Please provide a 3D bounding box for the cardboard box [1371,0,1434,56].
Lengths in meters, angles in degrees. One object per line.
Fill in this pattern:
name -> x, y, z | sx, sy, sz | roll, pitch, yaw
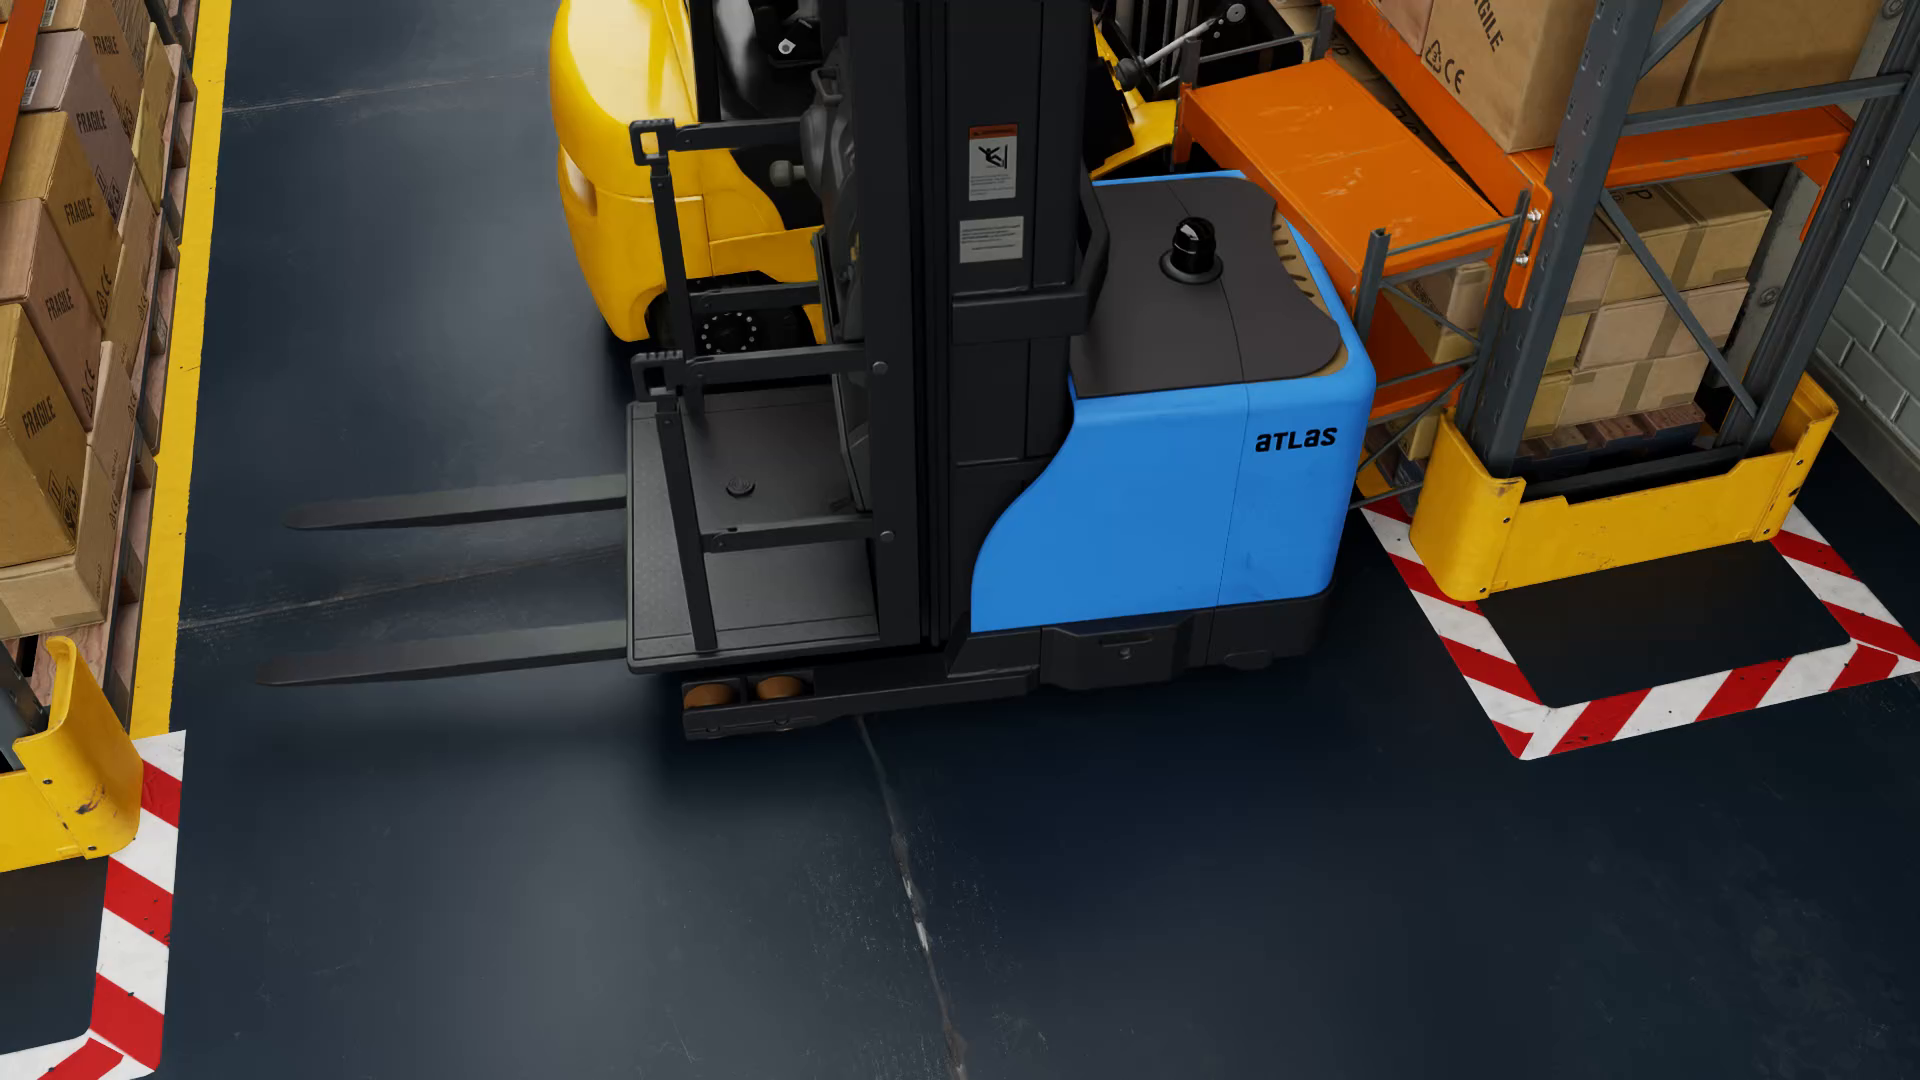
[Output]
cardboard box -> 1.503, -1.781, 4.825 | 0.500, 0.500, 0.500 | -9, 46, -9

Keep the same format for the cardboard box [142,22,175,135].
cardboard box -> -3.404, -1.771, 6.517 | 0.500, 0.250, 0.500 | -9, 46, -9

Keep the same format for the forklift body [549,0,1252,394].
forklift body -> -0.243, -1.773, 5.482 | 2.313, 2.155, 1.214 | -11, 47, -10

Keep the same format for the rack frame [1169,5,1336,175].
rack frame -> 0.893, -1.149, 5.347 | 0.500, 1.125, 0.032 | -17, 49, -15

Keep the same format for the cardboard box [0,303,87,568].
cardboard box -> -2.737, -0.255, 4.506 | 0.500, 0.500, 0.500 | -12, 47, -12

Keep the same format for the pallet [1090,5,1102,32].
pallet -> 1.145, -2.323, 7.379 | 1.003, 0.211, 1.213 | -11, 47, -10

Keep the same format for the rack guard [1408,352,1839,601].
rack guard -> 2.012, -0.203, 5.099 | 1.175, 0.500, 0.348 | -11, 47, -10

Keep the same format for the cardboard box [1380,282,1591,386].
cardboard box -> 1.579, -0.733, 5.149 | 0.500, 0.250, 0.500 | -11, 47, -11

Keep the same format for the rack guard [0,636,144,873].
rack guard -> -2.811, 0.638, 4.274 | 1.175, 0.500, 0.348 | -11, 47, -10

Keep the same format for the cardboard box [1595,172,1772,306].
cardboard box -> 2.066, -0.995, 5.056 | 0.500, 0.250, 0.500 | -11, 47, -11

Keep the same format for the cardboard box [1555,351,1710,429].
cardboard box -> 2.070, -0.654, 5.422 | 0.500, 0.250, 0.500 | -11, 47, -10

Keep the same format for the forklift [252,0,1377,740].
forklift -> -0.490, -0.869, 4.050 | 3.031, 2.935, 1.130 | -6, 46, -6

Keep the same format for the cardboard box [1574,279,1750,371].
cardboard box -> 2.087, -0.817, 5.231 | 0.500, 0.250, 0.500 | -10, 46, -10

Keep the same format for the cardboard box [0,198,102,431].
cardboard box -> -2.875, -0.615, 4.859 | 0.500, 0.500, 0.500 | -12, 47, -12

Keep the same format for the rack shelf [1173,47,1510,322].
rack shelf -> 1.089, -1.007, 4.813 | 0.538, 0.278, 1.000 | -17, 49, -15

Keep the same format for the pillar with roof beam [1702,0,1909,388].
pillar with roof beam -> -1.462, -3.053, 1.941 | 9.100, 9.000, 0.400 | -11, 47, -10

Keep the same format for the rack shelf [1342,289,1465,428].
rack shelf -> 1.089, -0.640, 5.205 | 0.538, 0.278, 1.000 | -17, 49, -15

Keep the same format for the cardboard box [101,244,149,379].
cardboard box -> -3.006, -0.704, 5.471 | 0.500, 0.250, 0.500 | -8, 46, -8

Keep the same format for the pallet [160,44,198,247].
pallet -> -3.609, -1.513, 6.585 | 1.003, 0.211, 1.213 | -11, 47, -10

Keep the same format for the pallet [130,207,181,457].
pallet -> -3.293, -0.669, 5.758 | 1.003, 0.211, 1.213 | -11, 47, -10

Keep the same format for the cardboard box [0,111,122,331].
cardboard box -> -2.995, -0.963, 5.200 | 0.500, 0.500, 0.500 | -10, 46, -10

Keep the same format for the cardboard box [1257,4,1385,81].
cardboard box -> 1.312, -1.588, 5.637 | 0.500, 0.250, 0.500 | -10, 46, -10

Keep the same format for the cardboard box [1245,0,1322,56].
cardboard box -> 1.189, -1.939, 5.981 | 0.500, 0.250, 0.500 | -12, 47, -11

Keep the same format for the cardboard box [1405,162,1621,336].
cardboard box -> 1.587, -0.890, 4.953 | 0.500, 0.250, 0.500 | -9, 46, -9

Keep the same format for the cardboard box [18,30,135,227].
cardboard box -> -3.141, -1.331, 5.560 | 0.500, 0.500, 0.500 | -8, 46, -8

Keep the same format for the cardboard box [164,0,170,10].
cardboard box -> -3.952, -2.535, 7.180 | 0.950, 0.372, 0.625 | -10, 46, -10

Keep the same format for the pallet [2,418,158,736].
pallet -> -2.984, 0.172, 4.934 | 1.003, 0.211, 1.213 | -11, 47, -10

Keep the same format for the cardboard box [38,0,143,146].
cardboard box -> -3.272, -1.683, 5.905 | 0.500, 0.500, 0.500 | -10, 46, -10

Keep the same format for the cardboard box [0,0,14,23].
cardboard box -> -3.037, -1.638, 4.931 | 0.380, 0.149, 0.250 | -10, 46, -10

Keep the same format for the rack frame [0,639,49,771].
rack frame -> -2.791, -0.184, 3.330 | 1.000, 3.000, 0.127 | -11, 47, -10

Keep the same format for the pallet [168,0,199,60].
pallet -> -4.016, -2.507, 7.559 | 1.003, 0.211, 1.213 | -11, 47, -10

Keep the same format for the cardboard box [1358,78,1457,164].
cardboard box -> 1.450, -1.241, 5.297 | 0.500, 0.250, 0.500 | -10, 46, -10

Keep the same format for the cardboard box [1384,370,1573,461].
cardboard box -> 1.581, -0.546, 5.316 | 0.500, 0.250, 0.500 | -10, 46, -10

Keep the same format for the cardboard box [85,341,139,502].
cardboard box -> -2.854, -0.330, 5.104 | 0.500, 0.250, 0.500 | -9, 46, -9

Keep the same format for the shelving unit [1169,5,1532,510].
shelving unit -> 1.089, -0.807, 5.026 | 0.538, 1.125, 1.048 | -17, 49, -15

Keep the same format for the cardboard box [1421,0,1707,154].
cardboard box -> 1.626, -1.421, 4.472 | 0.500, 0.500, 0.500 | -12, 47, -11

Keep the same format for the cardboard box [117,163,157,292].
cardboard box -> -3.132, -1.054, 5.814 | 0.500, 0.250, 0.500 | -10, 46, -10

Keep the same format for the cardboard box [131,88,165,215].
cardboard box -> -3.258, -1.406, 6.158 | 0.500, 0.250, 0.500 | -12, 47, -11

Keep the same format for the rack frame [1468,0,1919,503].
rack frame -> 2.006, -1.094, 4.222 | 1.000, 3.000, 0.127 | -11, 47, -10

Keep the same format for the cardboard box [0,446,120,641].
cardboard box -> -2.730, 0.024, 4.758 | 0.500, 0.250, 0.500 | -11, 47, -11

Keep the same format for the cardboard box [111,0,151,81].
cardboard box -> -3.404, -2.033, 6.249 | 0.500, 0.500, 0.500 | -11, 47, -11

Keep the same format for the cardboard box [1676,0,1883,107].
cardboard box -> 2.148, -1.522, 4.571 | 0.500, 0.500, 0.500 | -9, 46, -9

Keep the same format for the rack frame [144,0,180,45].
rack frame -> -3.815, -2.946, 6.037 | 1.000, 3.000, 0.127 | -11, 47, -10

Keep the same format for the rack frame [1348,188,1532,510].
rack frame -> 1.284, -0.464, 4.706 | 0.500, 1.125, 0.032 | -17, 49, -15

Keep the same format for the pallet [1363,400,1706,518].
pallet -> 1.770, -0.639, 5.728 | 1.003, 0.211, 1.213 | -11, 47, -10

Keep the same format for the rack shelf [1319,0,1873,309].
rack shelf -> 1.494, -2.223, 5.832 | 1.077, 0.370, 4.000 | -11, 47, -10
